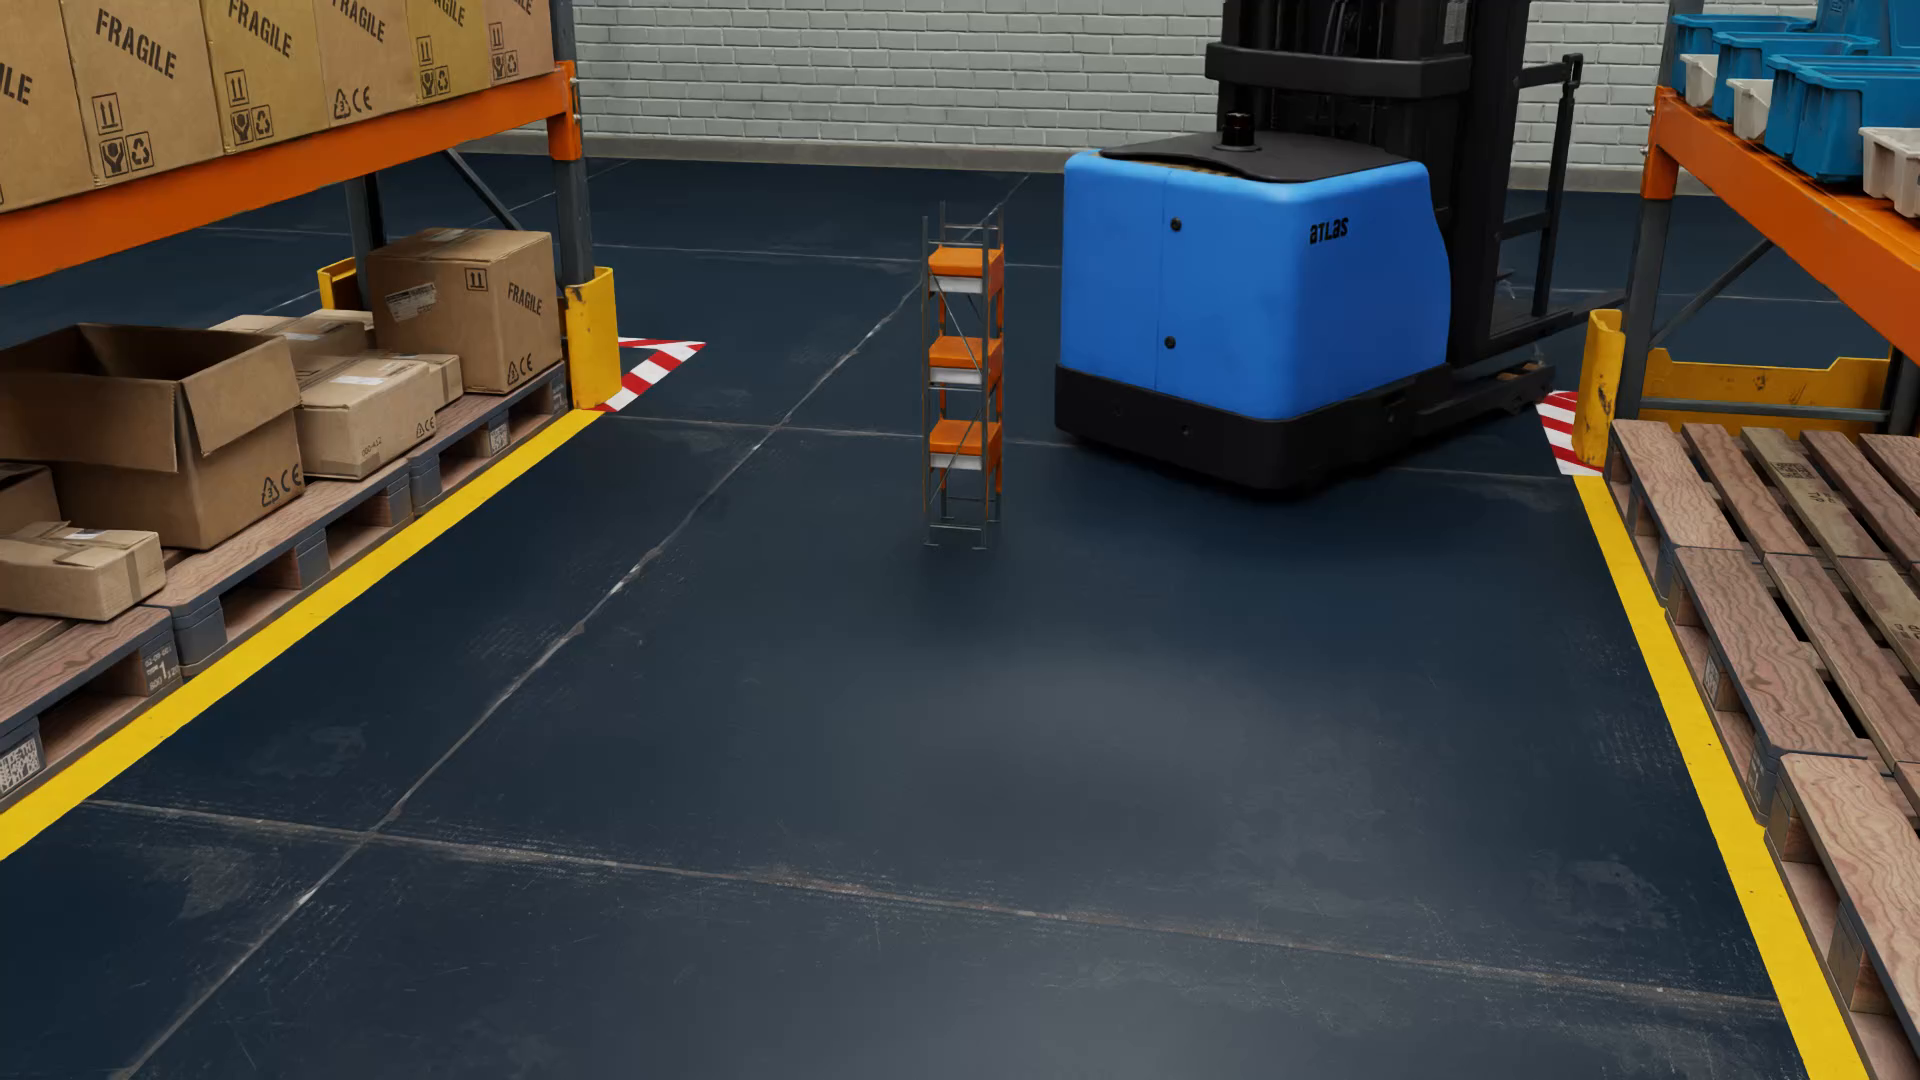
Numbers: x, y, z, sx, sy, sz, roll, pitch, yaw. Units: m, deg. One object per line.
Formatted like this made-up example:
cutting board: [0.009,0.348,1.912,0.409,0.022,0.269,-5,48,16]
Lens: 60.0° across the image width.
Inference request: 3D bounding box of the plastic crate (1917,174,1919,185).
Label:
plastic crate: [2.013,-0.534,2.952,0.437,0.125,0.590,4,22,11]

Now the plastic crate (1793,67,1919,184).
plastic crate: [2.161,-0.960,3.867,0.416,0.233,0.300,4,22,11]

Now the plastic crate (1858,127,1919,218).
plastic crate: [2.108,-0.769,3.521,0.293,0.136,0.466,4,22,11]

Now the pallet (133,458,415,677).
pallet: [-2.413,0.012,5.041,1.003,0.211,1.213,4,22,11]

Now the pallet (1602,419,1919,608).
pallet: [2.657,-0.075,5.256,1.003,0.211,1.213,4,22,11]

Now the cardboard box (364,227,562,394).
cardboard box: [-1.855,-0.873,6.262,0.500,0.500,0.500,4,22,11]

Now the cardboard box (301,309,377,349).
cardboard box: [-2.407,-0.800,6.553,0.380,0.149,0.250,4,22,11]

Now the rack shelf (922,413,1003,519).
rack shelf: [0.011,-0.239,5.314,0.215,0.259,0.240,4,22,11]

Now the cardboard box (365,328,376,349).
cardboard box: [-2.458,-0.717,6.323,0.380,0.166,0.250,4,22,11]

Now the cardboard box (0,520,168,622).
cardboard box: [-2.337,0.073,4.360,0.380,0.166,0.250,4,22,11]

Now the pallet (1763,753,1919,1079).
pallet: [2.159,0.818,3.041,1.003,0.211,1.213,4,22,11]

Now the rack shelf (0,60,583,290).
rack shelf: [-2.393,-0.981,4.736,1.077,0.370,4.000,4,22,11]

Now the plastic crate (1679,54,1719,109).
plastic crate: [2.344,-1.396,5.077,0.250,0.136,0.298,4,22,11]

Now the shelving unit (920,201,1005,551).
shelving unit: [0.011,-0.507,5.206,0.215,1.050,0.252,4,22,11]

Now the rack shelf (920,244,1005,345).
rack shelf: [0.011,-0.760,5.104,0.215,0.259,0.240,4,22,11]

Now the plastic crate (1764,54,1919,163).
plastic crate: [2.222,-1.070,4.139,0.416,0.233,0.300,4,22,11]

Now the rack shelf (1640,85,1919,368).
rack shelf: [2.455,-0.602,3.795,1.077,0.370,4.000,4,22,11]

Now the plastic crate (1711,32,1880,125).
plastic crate: [2.357,-1.311,4.737,0.416,0.233,0.300,4,22,11]

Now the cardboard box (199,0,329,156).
cardboard box: [-2.122,-1.351,4.560,0.500,0.500,0.500,4,22,10]

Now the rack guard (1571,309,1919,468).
rack guard: [2.856,-0.517,5.968,1.175,0.500,0.348,4,22,11]

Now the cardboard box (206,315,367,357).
cardboard box: [-2.475,-0.614,5.955,0.500,0.250,0.500,4,22,11]

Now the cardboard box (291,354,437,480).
cardboard box: [-2.078,-0.412,5.452,0.500,0.250,0.500,4,22,11]

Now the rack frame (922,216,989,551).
rack frame: [-0.014,-0.462,5.095,0.200,1.050,0.008,4,22,11]

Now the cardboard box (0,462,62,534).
cardboard box: [-2.809,-0.044,4.458,0.500,0.311,0.500,4,22,11]

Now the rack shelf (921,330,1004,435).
rack shelf: [0.011,-0.497,5.210,0.215,0.259,0.240,4,22,11]

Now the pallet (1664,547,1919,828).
pallet: [2.406,0.370,4.152,1.003,0.211,1.213,4,22,11]

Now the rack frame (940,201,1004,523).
rack frame: [0.036,-0.551,5.317,0.200,1.050,0.008,4,22,11]

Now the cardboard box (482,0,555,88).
cardboard box: [-1.810,-1.908,5.941,0.500,0.500,0.500,5,23,13]

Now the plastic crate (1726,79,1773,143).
plastic crate: [2.206,-1.148,4.461,0.250,0.136,0.298,4,22,11]

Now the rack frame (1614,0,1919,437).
rack frame: [2.864,-1.667,5.477,1.000,3.000,0.127,4,22,11]

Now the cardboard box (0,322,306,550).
cardboard box: [-2.423,-0.316,4.877,0.797,0.503,0.637,4,22,11]

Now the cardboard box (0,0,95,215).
cardboard box: [-2.329,-0.982,3.644,0.500,0.500,0.500,5,22,12]

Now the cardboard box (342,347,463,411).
cardboard box: [-2.025,-0.577,5.974,0.380,0.166,0.250,4,22,11]

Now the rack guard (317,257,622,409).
rack guard: [-2.000,-0.858,6.816,1.175,0.500,0.348,4,22,11]

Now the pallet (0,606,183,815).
pallet: [-2.660,0.460,3.930,1.003,0.211,1.213,4,22,11]

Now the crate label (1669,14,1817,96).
crate label: [2.491,-1.552,5.335,0.416,0.233,0.303,4,22,11]

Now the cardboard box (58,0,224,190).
cardboard box: [-2.225,-1.165,4.098,0.500,0.500,0.500,4,22,11]

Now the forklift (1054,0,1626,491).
forklift: [1.763,-1.979,6.344,3.031,2.935,1.130,-20,29,-40]

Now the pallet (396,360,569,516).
pallet: [-2.162,-0.433,6.146,1.003,0.211,1.213,4,22,11]

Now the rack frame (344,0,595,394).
rack frame: [-1.985,-2.046,6.418,1.000,3.000,0.127,4,22,11]

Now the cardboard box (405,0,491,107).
cardboard box: [-1.912,-1.718,5.469,0.500,0.500,0.500,5,22,11]

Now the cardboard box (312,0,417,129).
cardboard box: [-2.019,-1.536,5.017,0.500,0.500,0.500,5,22,11]

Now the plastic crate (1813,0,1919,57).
plastic crate: [2.978,-1.574,5.120,0.616,0.435,0.499,4,22,11]
